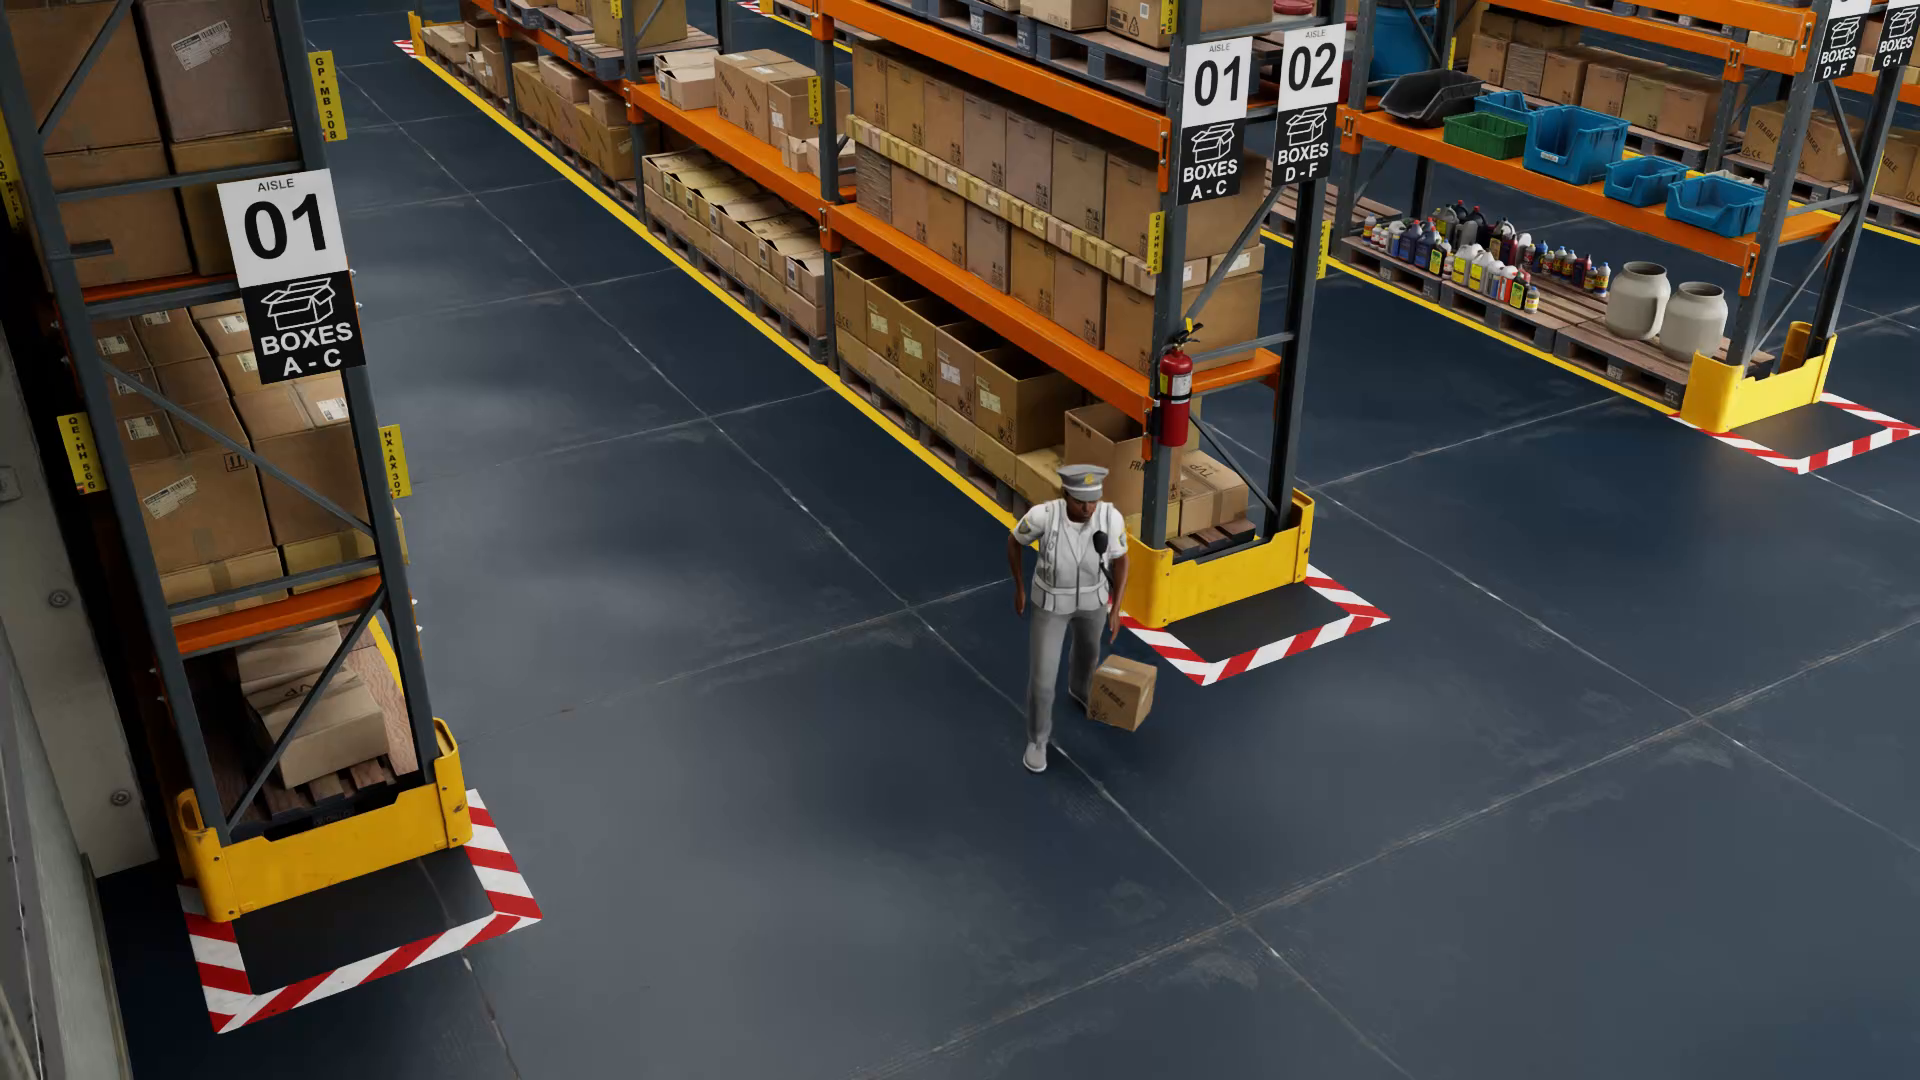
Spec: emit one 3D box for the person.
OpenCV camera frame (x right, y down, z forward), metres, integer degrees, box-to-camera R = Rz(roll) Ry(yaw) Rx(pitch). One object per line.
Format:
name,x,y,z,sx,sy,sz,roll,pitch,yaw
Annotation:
person,0.518,0.293,8.060,0.621,1.630,0.702,-4,29,-8
